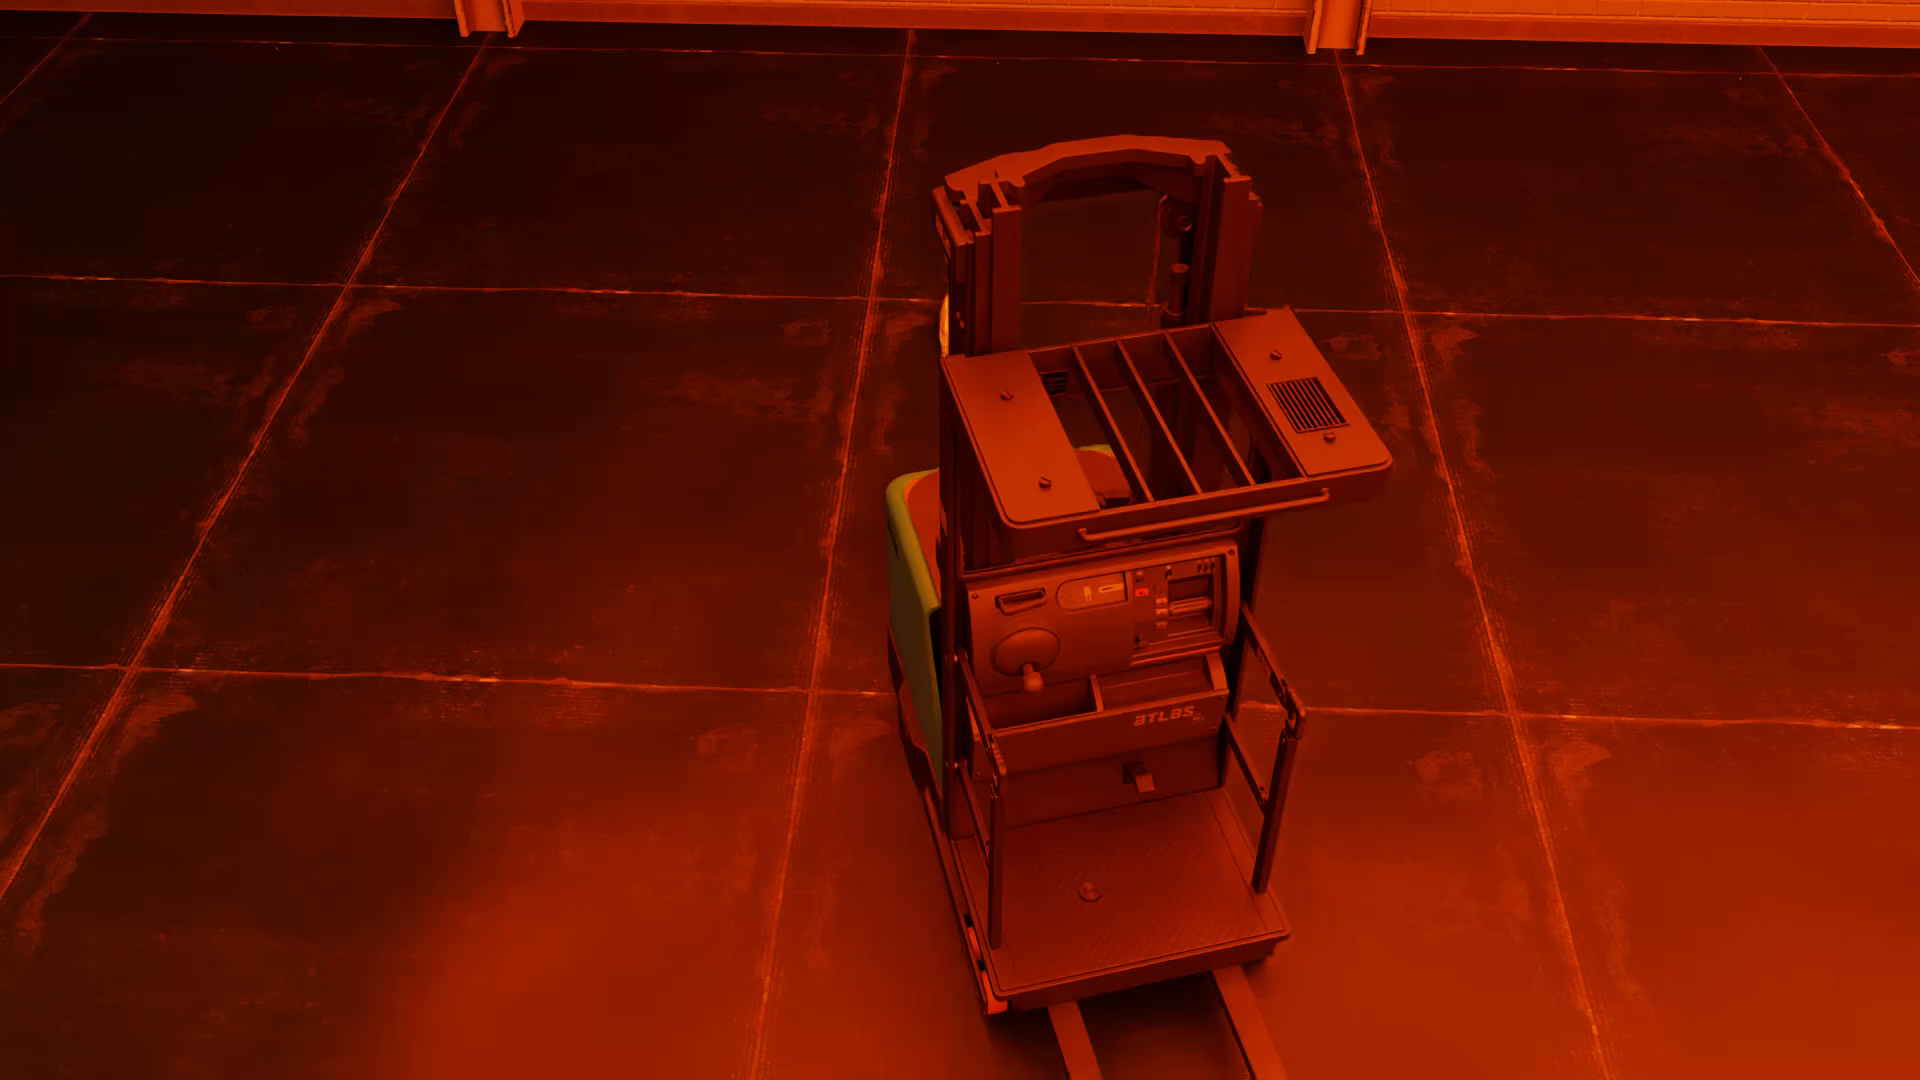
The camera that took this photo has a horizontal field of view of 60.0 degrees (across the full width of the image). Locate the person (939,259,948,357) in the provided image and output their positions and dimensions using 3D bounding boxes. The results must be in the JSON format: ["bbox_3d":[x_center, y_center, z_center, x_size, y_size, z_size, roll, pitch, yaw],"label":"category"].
[{"bbox_3d":[0.129,-0.608,7.356,0.438,1.661,0.630,-1,42,-1],"label":"person"}]

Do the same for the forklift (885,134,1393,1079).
[{"bbox_3d":[0.536,0.344,5.366,1.130,2.935,3.031,-9,43,-10],"label":"forklift"}]
